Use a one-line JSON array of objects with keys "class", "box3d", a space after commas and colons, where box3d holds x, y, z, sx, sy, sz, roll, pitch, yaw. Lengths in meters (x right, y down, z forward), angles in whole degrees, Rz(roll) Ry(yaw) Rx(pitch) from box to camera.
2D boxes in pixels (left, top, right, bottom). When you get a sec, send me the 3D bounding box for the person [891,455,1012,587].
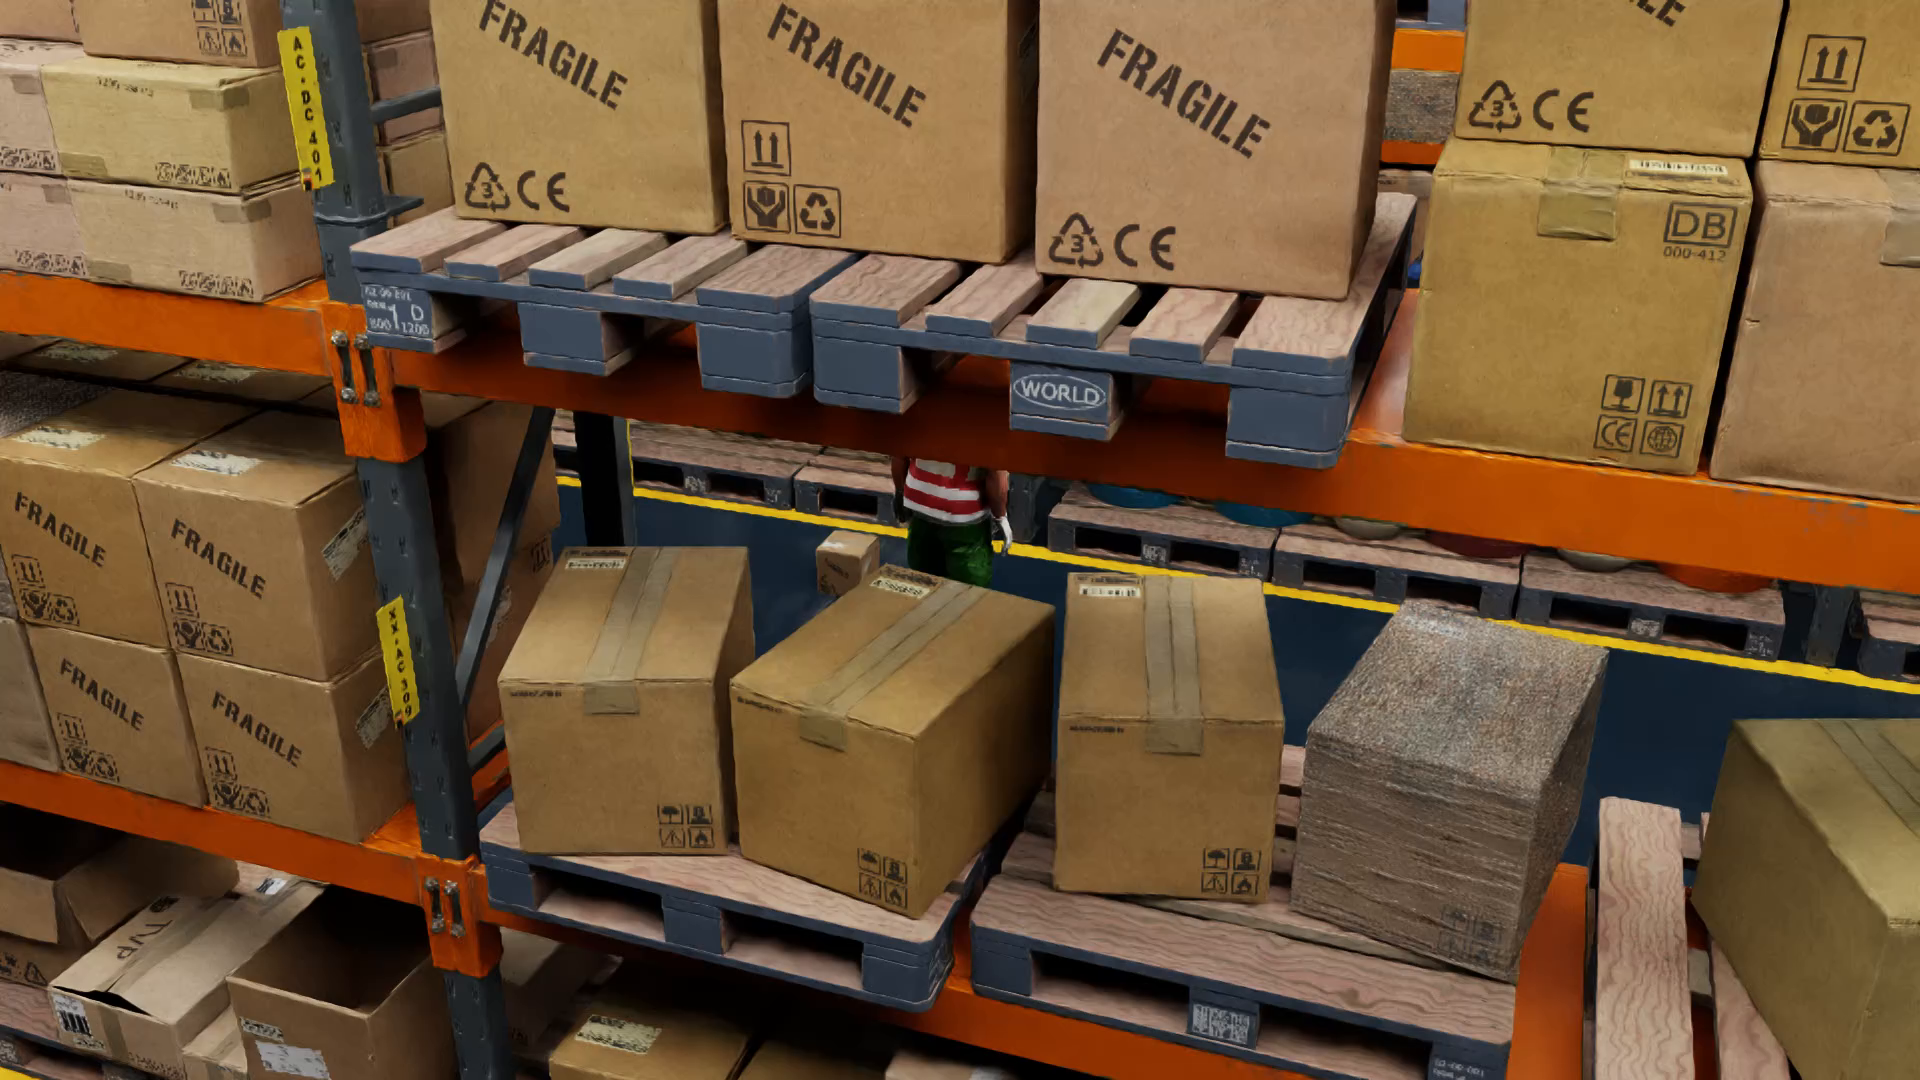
[{"class": "person", "box3d": [-0.041, -0.137, 7.303, 0.622, 1.791, 0.414, 16, 30, 31]}]
